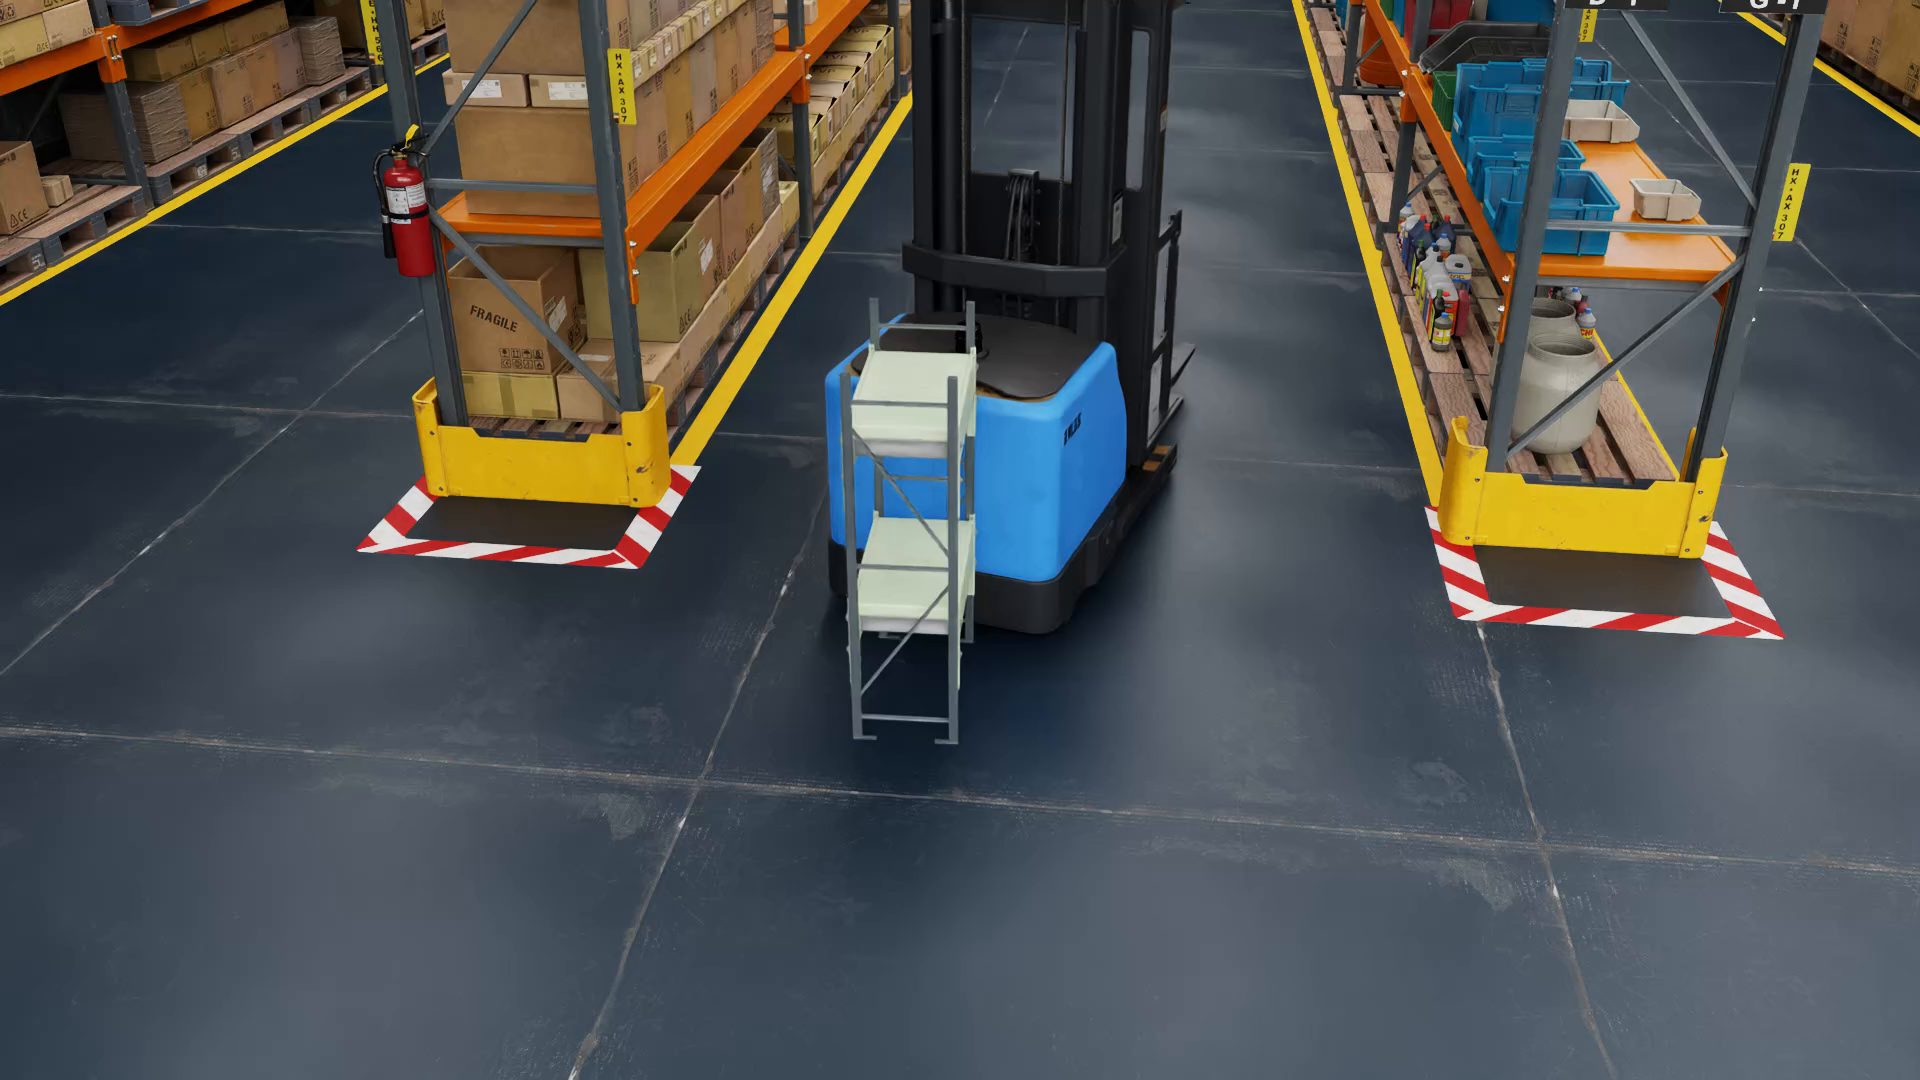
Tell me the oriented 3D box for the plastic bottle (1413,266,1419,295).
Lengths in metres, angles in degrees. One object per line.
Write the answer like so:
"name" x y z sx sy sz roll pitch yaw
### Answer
"plastic bottle" 2.786 -1.578 10.003 0.097 0.201 0.097 0 28 0

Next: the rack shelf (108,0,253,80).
"rack shelf" -6.209 -4.393 13.501 1.077 0.370 4.000 3 28 6

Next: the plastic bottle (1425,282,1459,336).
"plastic bottle" 2.736 -1.312 9.430 0.152 0.276 0.135 4 29 7

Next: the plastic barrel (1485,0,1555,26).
"plastic barrel" 3.726 -3.578 10.700 0.600 0.901 0.708 3 28 6

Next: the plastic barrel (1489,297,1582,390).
"plastic barrel" 2.954 -0.950 8.531 0.421 0.512 0.421 0 28 0

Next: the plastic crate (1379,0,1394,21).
"plastic crate" 3.311 -3.936 12.116 0.450 0.188 0.662 3 28 6

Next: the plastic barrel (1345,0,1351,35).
"plastic barrel" 4.030 -5.199 16.419 0.421 0.512 0.421 0 28 0

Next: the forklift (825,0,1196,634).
"forklift" 0.446 -1.582 7.596 1.130 2.935 3.031 11 30 19

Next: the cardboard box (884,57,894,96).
"cardboard box" -0.870 -4.078 14.613 0.500 0.250 0.500 4 29 7

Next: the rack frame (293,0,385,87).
"rack frame" -5.964 -5.652 15.078 1.000 3.000 0.127 3 28 6

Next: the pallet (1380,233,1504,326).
"pallet" 3.255 -1.652 10.593 1.003 0.211 1.213 3 28 6

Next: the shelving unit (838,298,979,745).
"shelving unit" -0.175 -0.068 6.295 0.431 1.500 0.755 2 28 4

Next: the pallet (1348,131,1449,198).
"pallet" 3.583 -2.913 12.935 1.003 0.211 1.213 3 28 6

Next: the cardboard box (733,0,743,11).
"cardboard box" -1.485 -3.193 9.725 0.380 0.149 0.250 3 28 6

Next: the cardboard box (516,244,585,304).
"cardboard box" -2.149 -1.645 9.307 0.500 0.500 0.500 3 28 6

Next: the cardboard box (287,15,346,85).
"cardboard box" -6.001 -4.403 14.931 0.700 0.500 0.500 4 29 7

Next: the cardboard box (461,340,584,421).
"cardboard box" -2.255 -0.844 8.610 0.500 0.250 0.500 3 28 6

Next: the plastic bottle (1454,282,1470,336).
"plastic bottle" 2.842 -1.309 9.417 0.061 0.283 0.133 3 28 6

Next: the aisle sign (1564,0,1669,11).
"aisle sign" 2.584 -2.438 6.372 0.394 0.787 0.004 3 28 6

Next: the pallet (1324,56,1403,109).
"pallet" 3.924 -4.222 15.364 1.003 0.211 1.213 3 28 6

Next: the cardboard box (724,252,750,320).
"cardboard box" -1.556 -1.520 9.864 0.500 0.250 0.500 3 28 6

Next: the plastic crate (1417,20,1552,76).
"plastic crate" 3.188 -2.927 10.085 0.767 0.338 0.504 3 28 6

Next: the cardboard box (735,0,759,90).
"cardboard box" -1.644 -3.069 10.178 0.700 0.500 0.500 3 28 6

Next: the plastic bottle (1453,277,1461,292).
"plastic bottle" 2.895 -1.436 9.739 0.097 0.201 0.097 0 28 0

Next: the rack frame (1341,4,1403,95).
"rack frame" 3.868 -5.076 14.009 1.000 3.000 0.127 3 28 6

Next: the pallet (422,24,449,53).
"pallet" -5.641 -5.363 17.483 1.003 0.211 1.213 3 28 6

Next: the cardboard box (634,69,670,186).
"cardboard box" -1.898 -2.110 8.399 0.700 0.500 0.500 4 29 8

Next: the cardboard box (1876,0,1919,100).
"cardboard box" 8.889 -4.361 14.480 1.225 0.875 0.875 2 28 4

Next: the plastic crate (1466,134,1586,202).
"plastic crate" 2.738 -1.803 8.091 0.499 0.251 0.408 3 28 6

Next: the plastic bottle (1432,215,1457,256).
"plastic bottle" 3.011 -1.856 10.362 0.144 0.351 0.185 3 28 6

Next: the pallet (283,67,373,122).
"pallet" -6.061 -4.056 15.056 1.003 0.211 1.213 3 28 6

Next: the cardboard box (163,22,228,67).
"cardboard box" -6.270 -3.992 13.378 0.500 0.250 0.500 3 28 5

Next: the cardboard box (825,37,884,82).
"cardboard box" -0.924 -4.081 14.027 0.500 0.311 0.500 3 28 5

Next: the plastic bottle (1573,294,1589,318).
"plastic bottle" 3.465 -1.249 9.305 0.061 0.283 0.133 4 29 7

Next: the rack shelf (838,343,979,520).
"rack shelf" -0.175 -0.412 6.110 0.431 0.370 0.720 2 28 4

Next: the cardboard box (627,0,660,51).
"cardboard box" -1.892 -2.707 8.138 0.700 0.500 0.500 3 28 5

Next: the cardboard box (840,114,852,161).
"cardboard box" -1.117 -3.117 12.829 0.500 0.250 0.500 3 28 5

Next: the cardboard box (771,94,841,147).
"cardboard box" -1.173 -3.119 12.242 0.500 0.311 0.500 3 28 6

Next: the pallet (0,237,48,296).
"pallet" -6.648 -1.647 10.585 1.003 0.211 1.213 3 28 6

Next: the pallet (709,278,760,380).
"pallet" -1.823 -1.307 9.954 1.003 0.211 1.213 3 28 6

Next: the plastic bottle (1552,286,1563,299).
"plastic bottle" 3.499 -1.442 9.676 0.097 0.271 0.097 0 28 0

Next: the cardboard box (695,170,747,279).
"cardboard box" -1.555 -1.850 9.686 0.500 0.500 0.500 3 28 6

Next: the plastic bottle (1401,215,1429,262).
"plastic bottle" 2.892 -1.909 10.539 0.152 0.276 0.135 4 29 8

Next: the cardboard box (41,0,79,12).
"cardboard box" -6.205 -3.801 10.989 0.500 0.500 0.500 3 28 6

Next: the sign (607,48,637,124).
"sign" -1.477 -1.981 7.267 0.100 0.325 0.005 3 28 6

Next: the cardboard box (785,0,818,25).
"cardboard box" -1.226 -3.777 11.863 0.380 0.149 0.250 3 28 6

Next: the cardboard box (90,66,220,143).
"cardboard box" -6.367 -3.455 13.173 0.700 0.500 0.500 3 28 5

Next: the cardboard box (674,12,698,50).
"cardboard box" -1.610 -2.708 8.824 0.380 0.149 0.250 3 28 6

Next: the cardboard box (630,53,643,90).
"cardboard box" -1.736 -2.226 7.930 0.380 0.149 0.250 3 28 5

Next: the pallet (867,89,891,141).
"pallet" -1.187 -3.753 14.493 1.003 0.211 1.213 3 28 6

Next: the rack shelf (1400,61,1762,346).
"rack shelf" 3.133 -1.935 8.937 1.077 0.370 4.000 3 28 6
